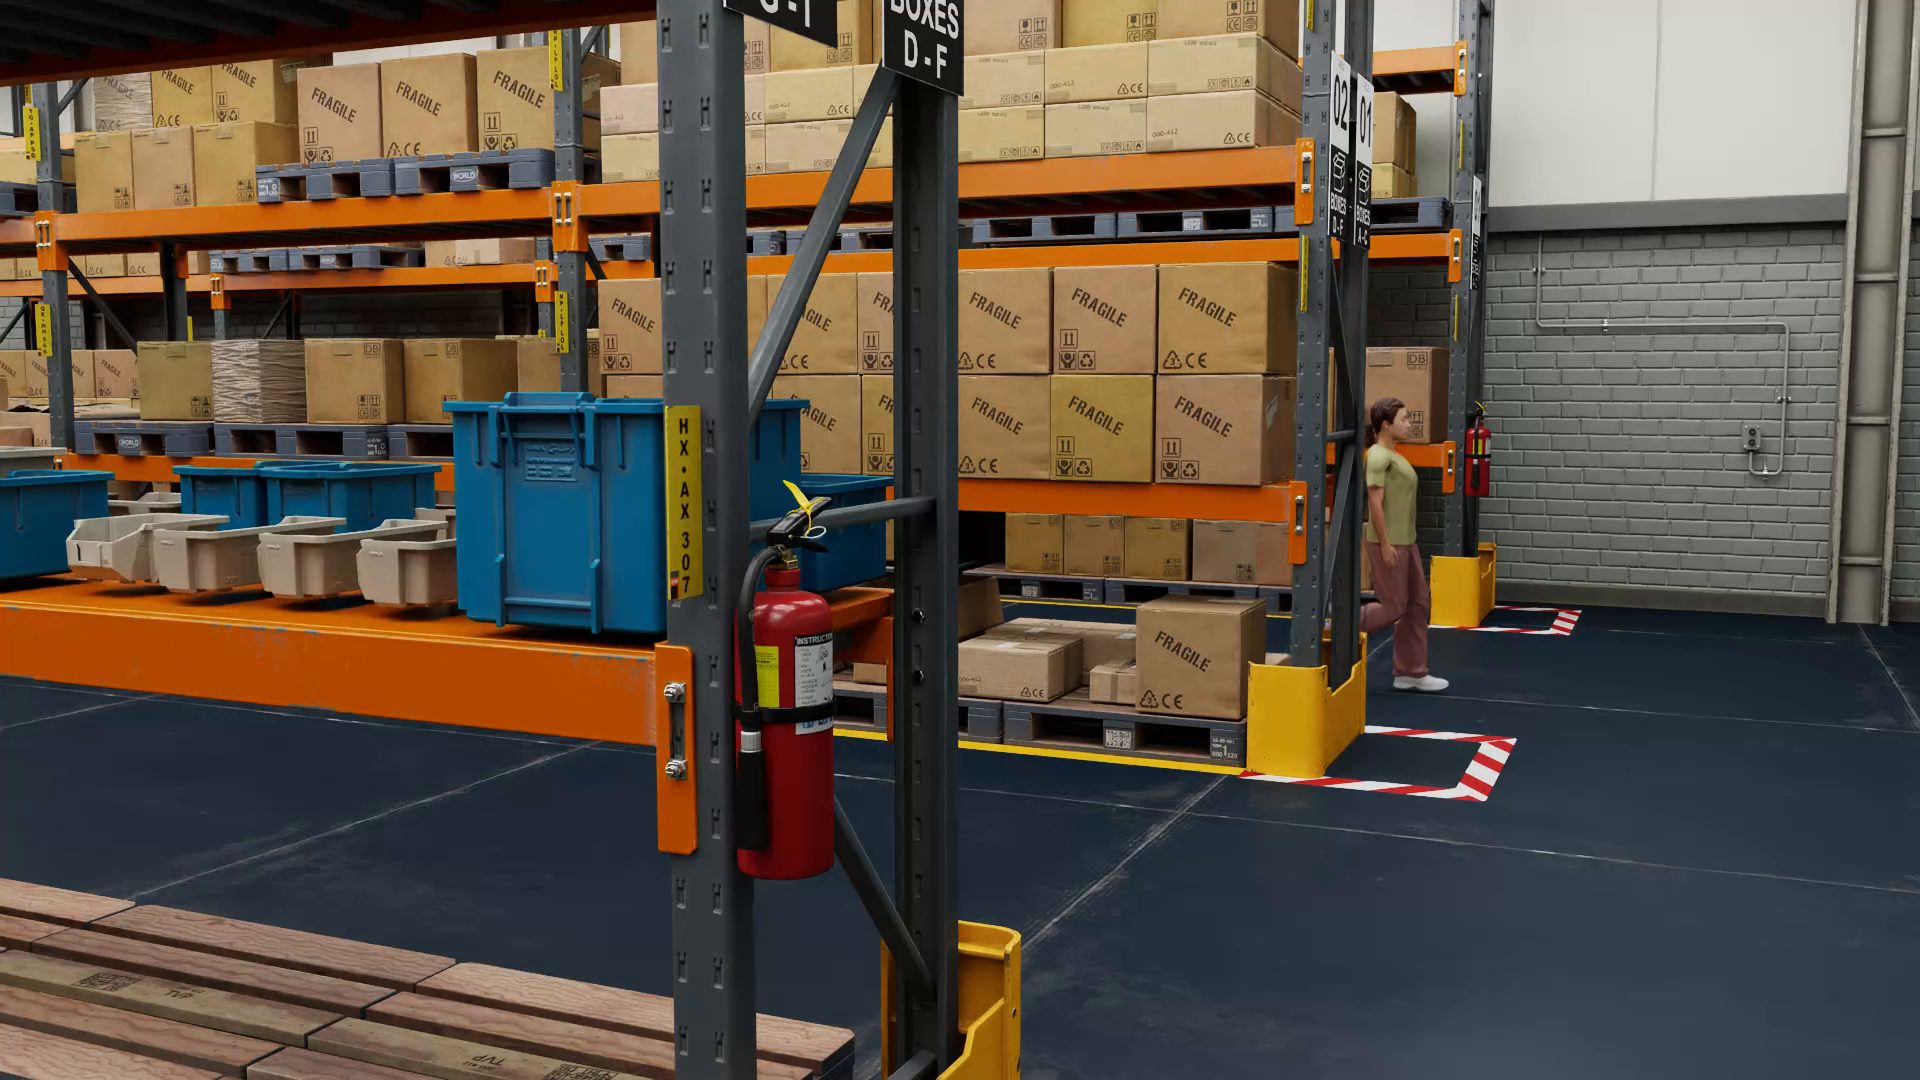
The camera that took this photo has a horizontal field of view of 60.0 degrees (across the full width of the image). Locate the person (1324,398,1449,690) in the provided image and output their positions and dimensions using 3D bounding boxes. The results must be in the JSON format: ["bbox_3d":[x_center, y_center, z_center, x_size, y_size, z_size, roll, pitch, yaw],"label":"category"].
[{"bbox_3d":[2.385,0.025,9.409,0.754,1.651,0.462,3,6,26],"label":"person"}]
